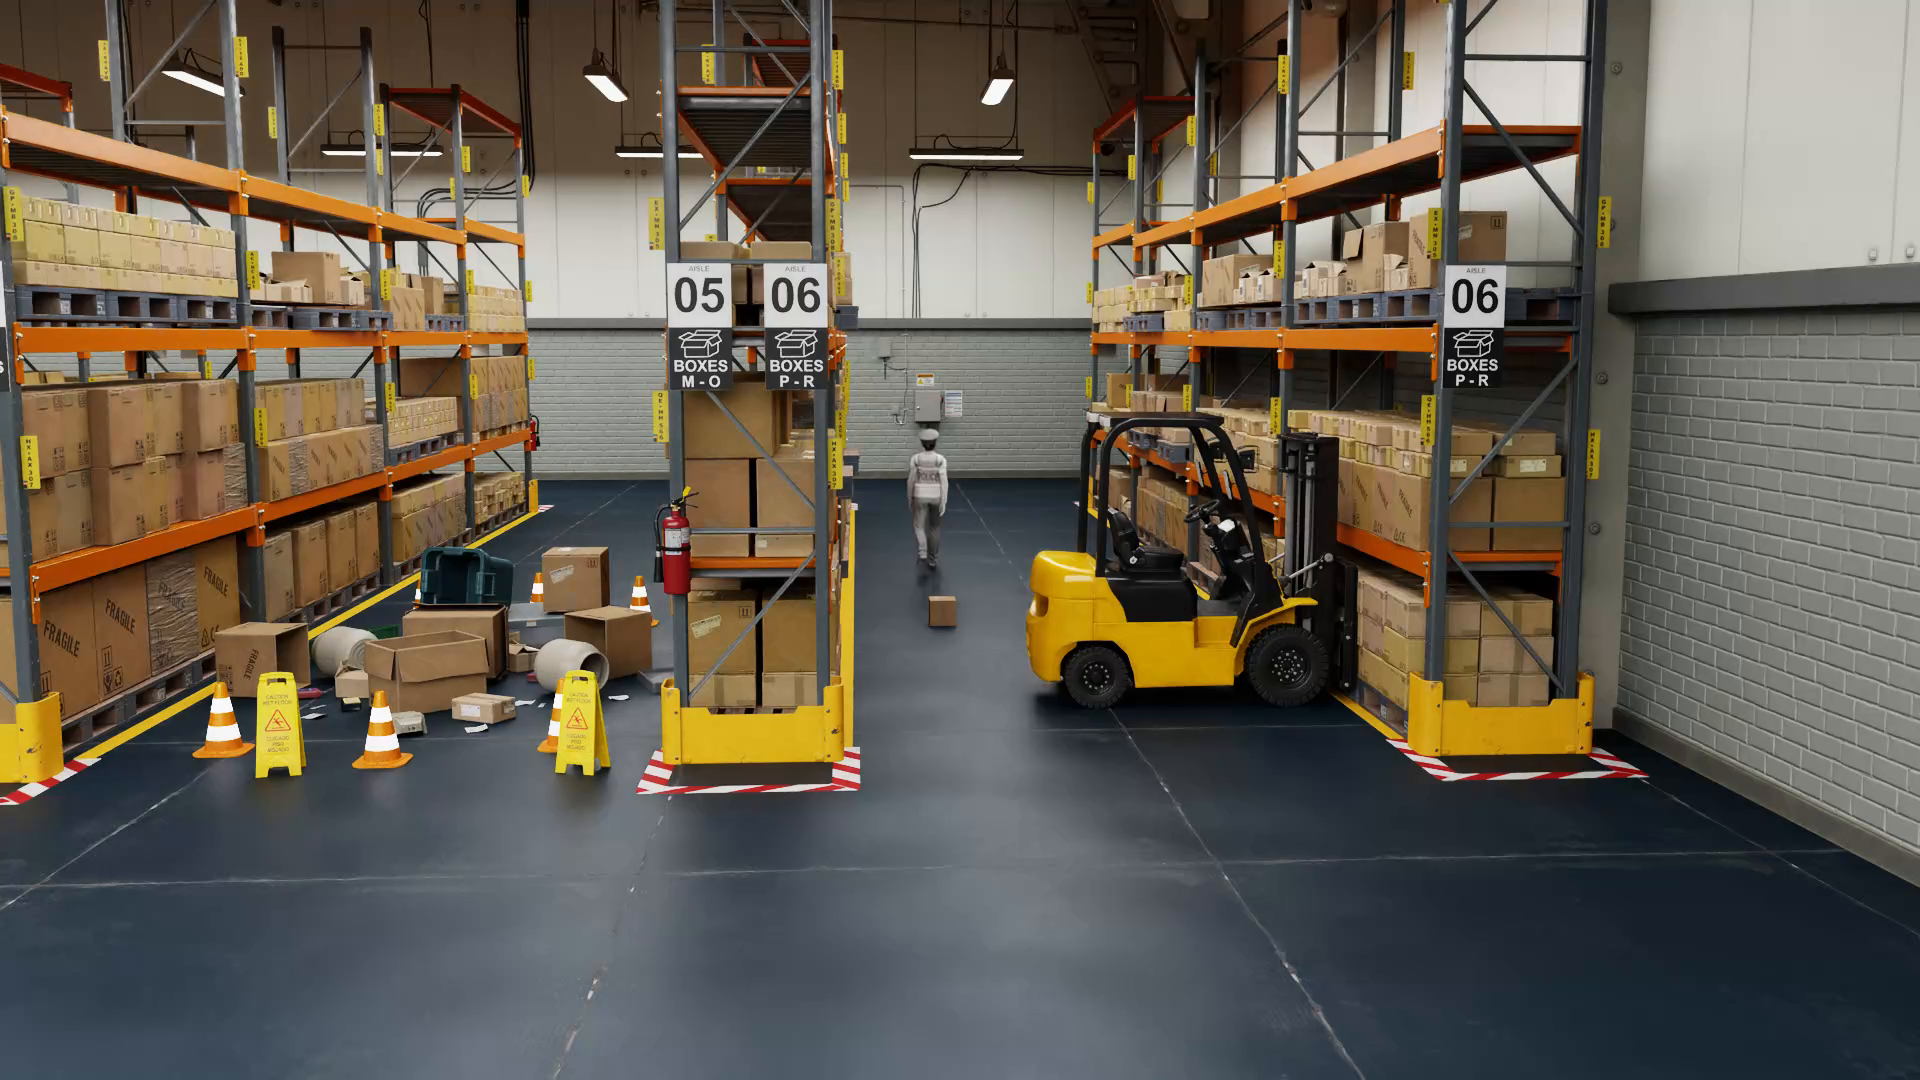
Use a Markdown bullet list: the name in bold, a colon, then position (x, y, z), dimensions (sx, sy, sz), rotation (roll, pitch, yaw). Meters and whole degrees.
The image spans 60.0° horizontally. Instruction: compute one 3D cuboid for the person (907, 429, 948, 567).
- **person**: position (-0.379, -0.481, 19.493), dimensions (0.477, 1.645, 0.953), rotation (-1, 7, -5)
